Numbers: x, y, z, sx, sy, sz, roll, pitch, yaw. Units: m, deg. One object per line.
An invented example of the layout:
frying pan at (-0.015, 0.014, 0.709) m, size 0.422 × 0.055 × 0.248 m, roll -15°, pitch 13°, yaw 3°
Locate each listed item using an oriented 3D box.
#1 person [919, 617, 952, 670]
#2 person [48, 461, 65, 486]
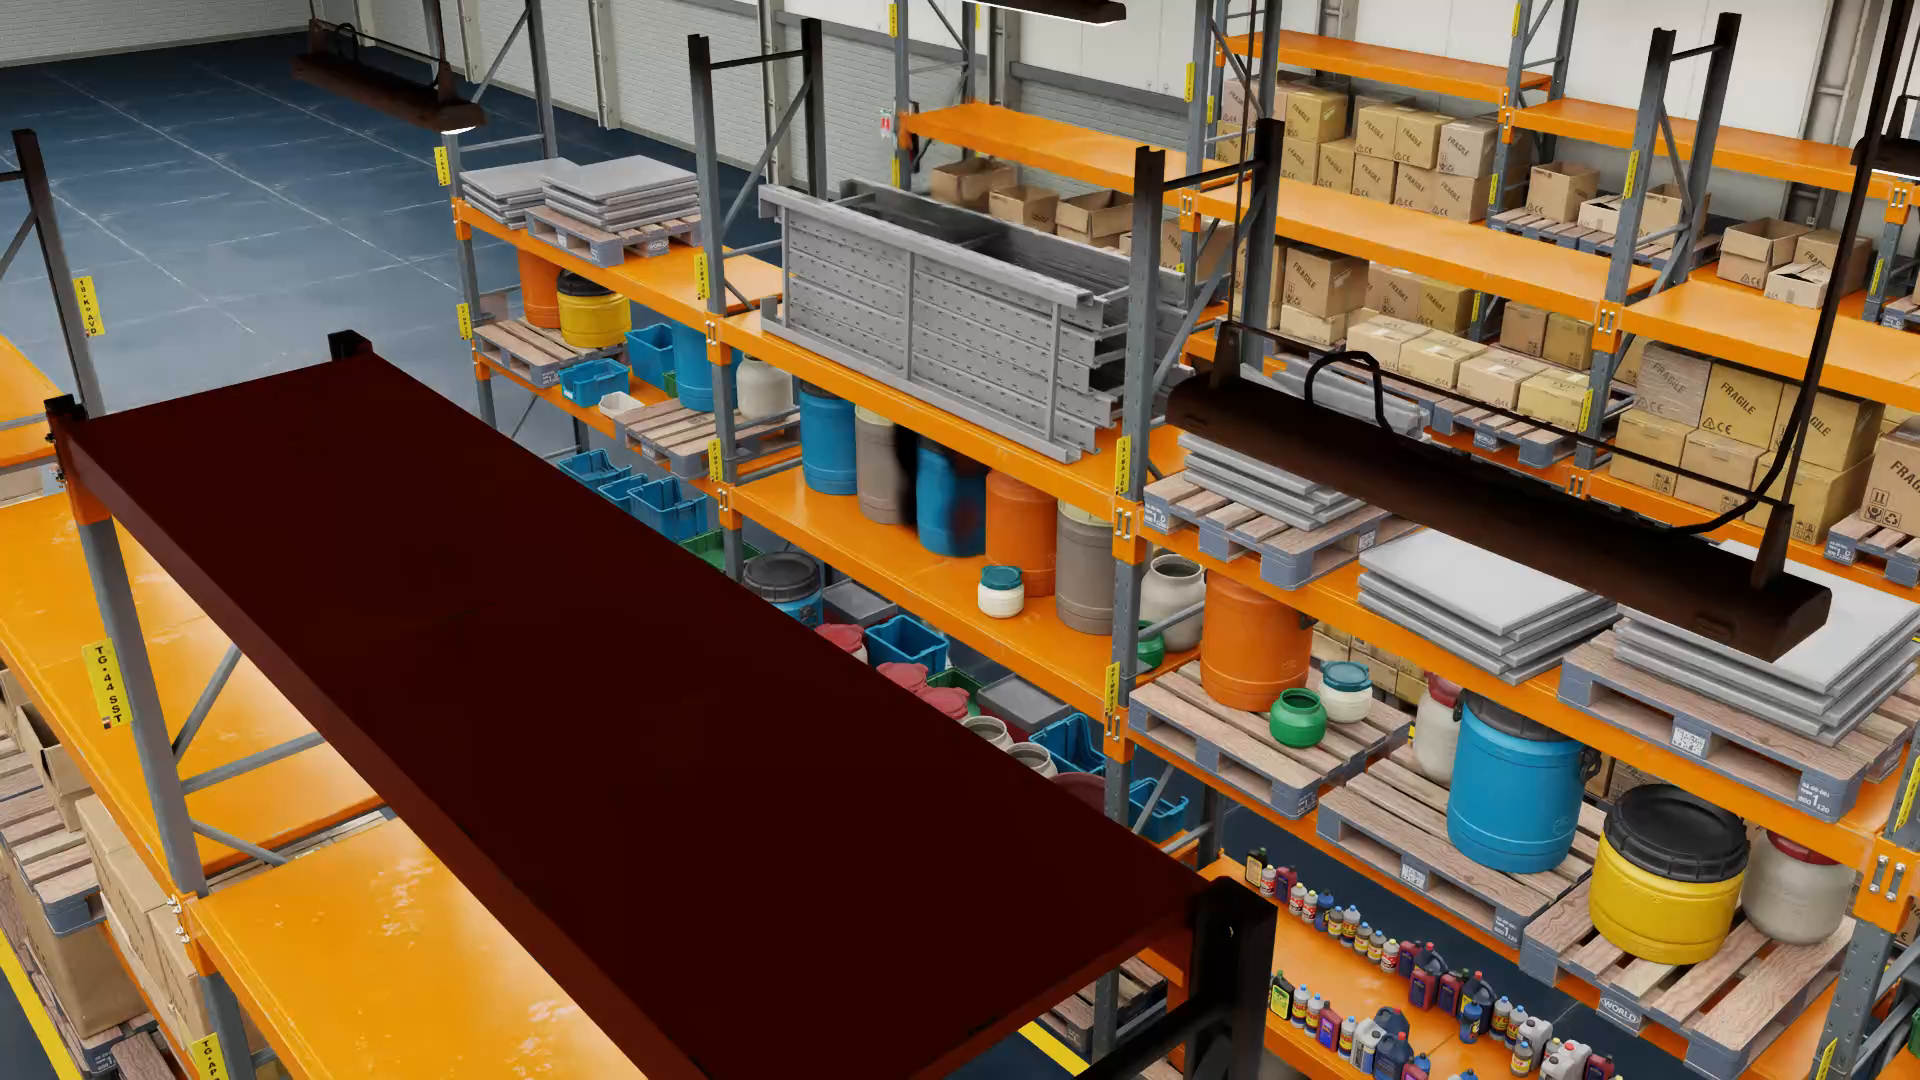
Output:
person at (-0.200, 0.620, 14.390) m, size 0.738 × 1.818 × 0.645 m, roll 24°, pitch 35°, yaw 39°
person at (-8.617, -0.459, 16.561) m, size 0.788 × 1.844 × 0.663 m, roll -3°, pitch 27°, yaw -5°
